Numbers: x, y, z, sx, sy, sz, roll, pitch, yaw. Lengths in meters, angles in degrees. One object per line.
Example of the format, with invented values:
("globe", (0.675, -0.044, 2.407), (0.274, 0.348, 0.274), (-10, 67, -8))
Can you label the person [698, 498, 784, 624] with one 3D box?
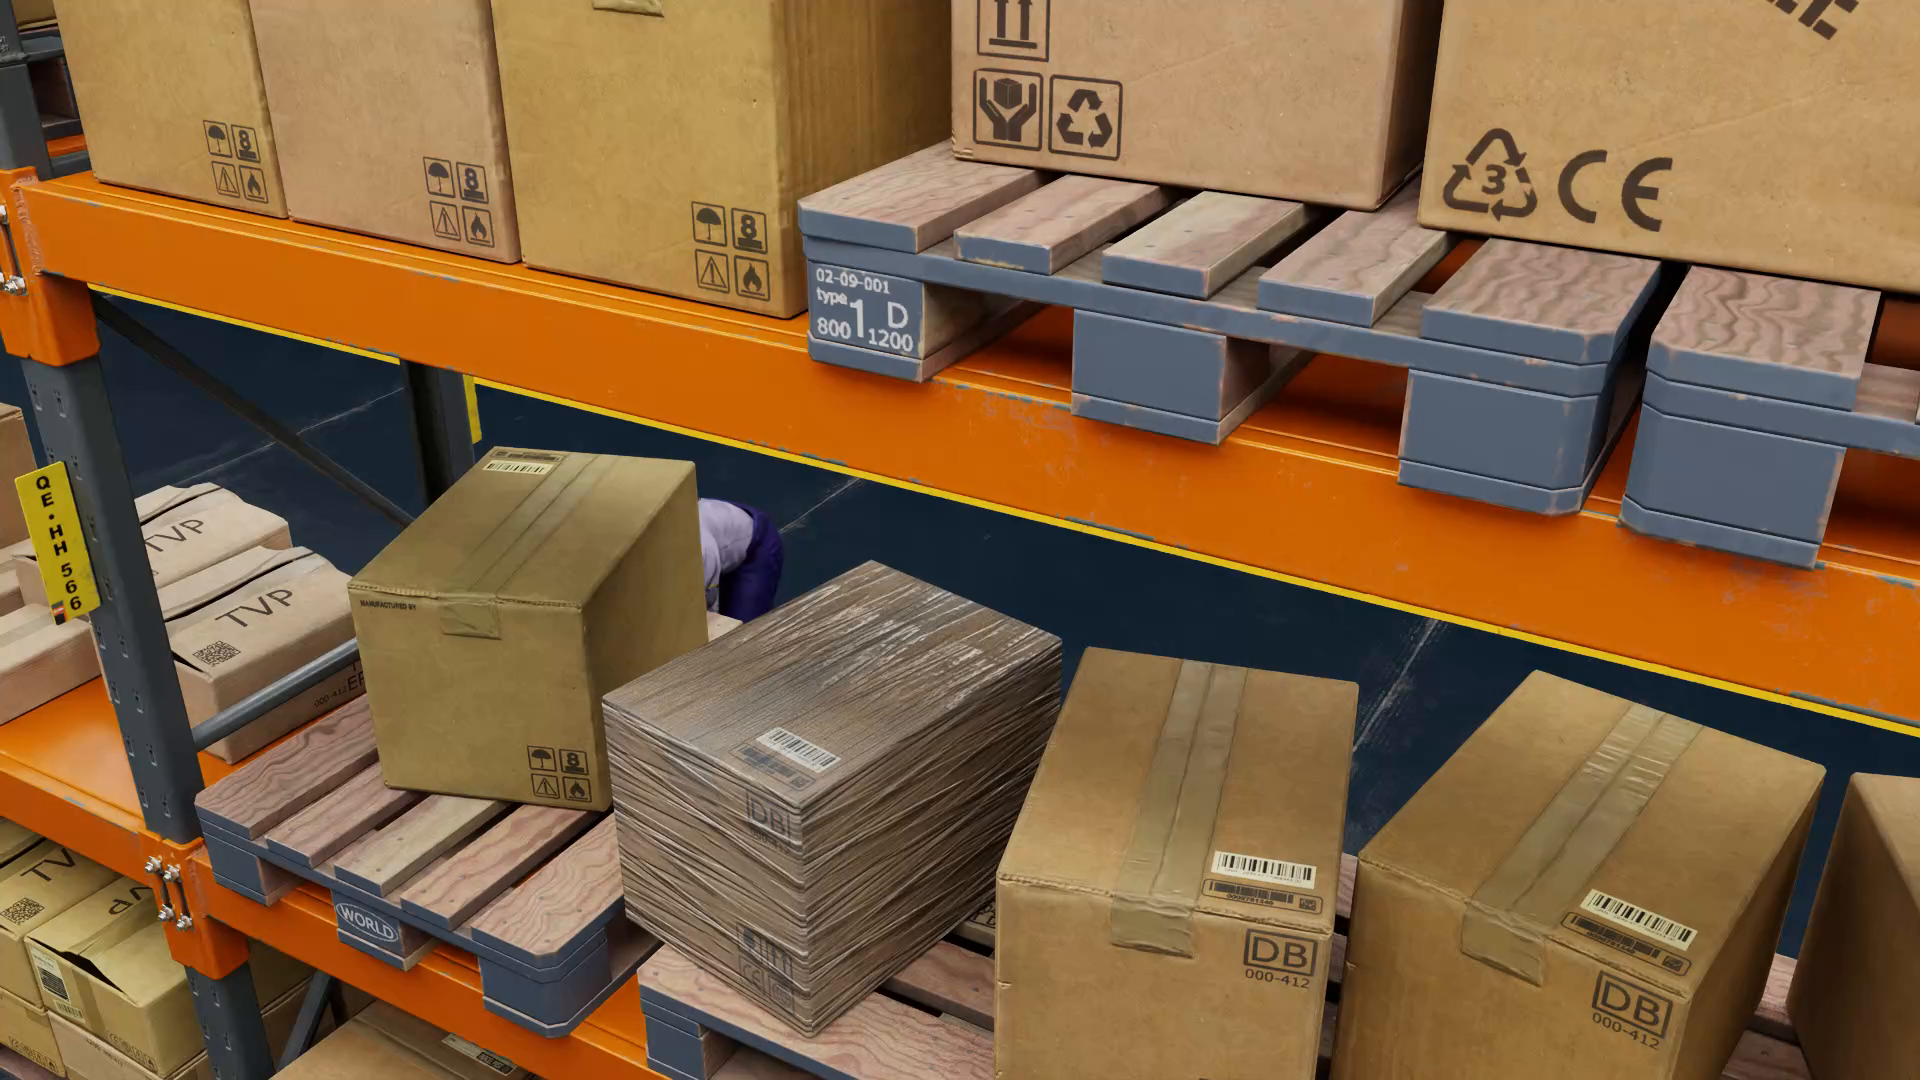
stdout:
("person", (-0.990, 0.332, 5.981), (0.456, 1.196, 0.806), (13, 29, 24))
